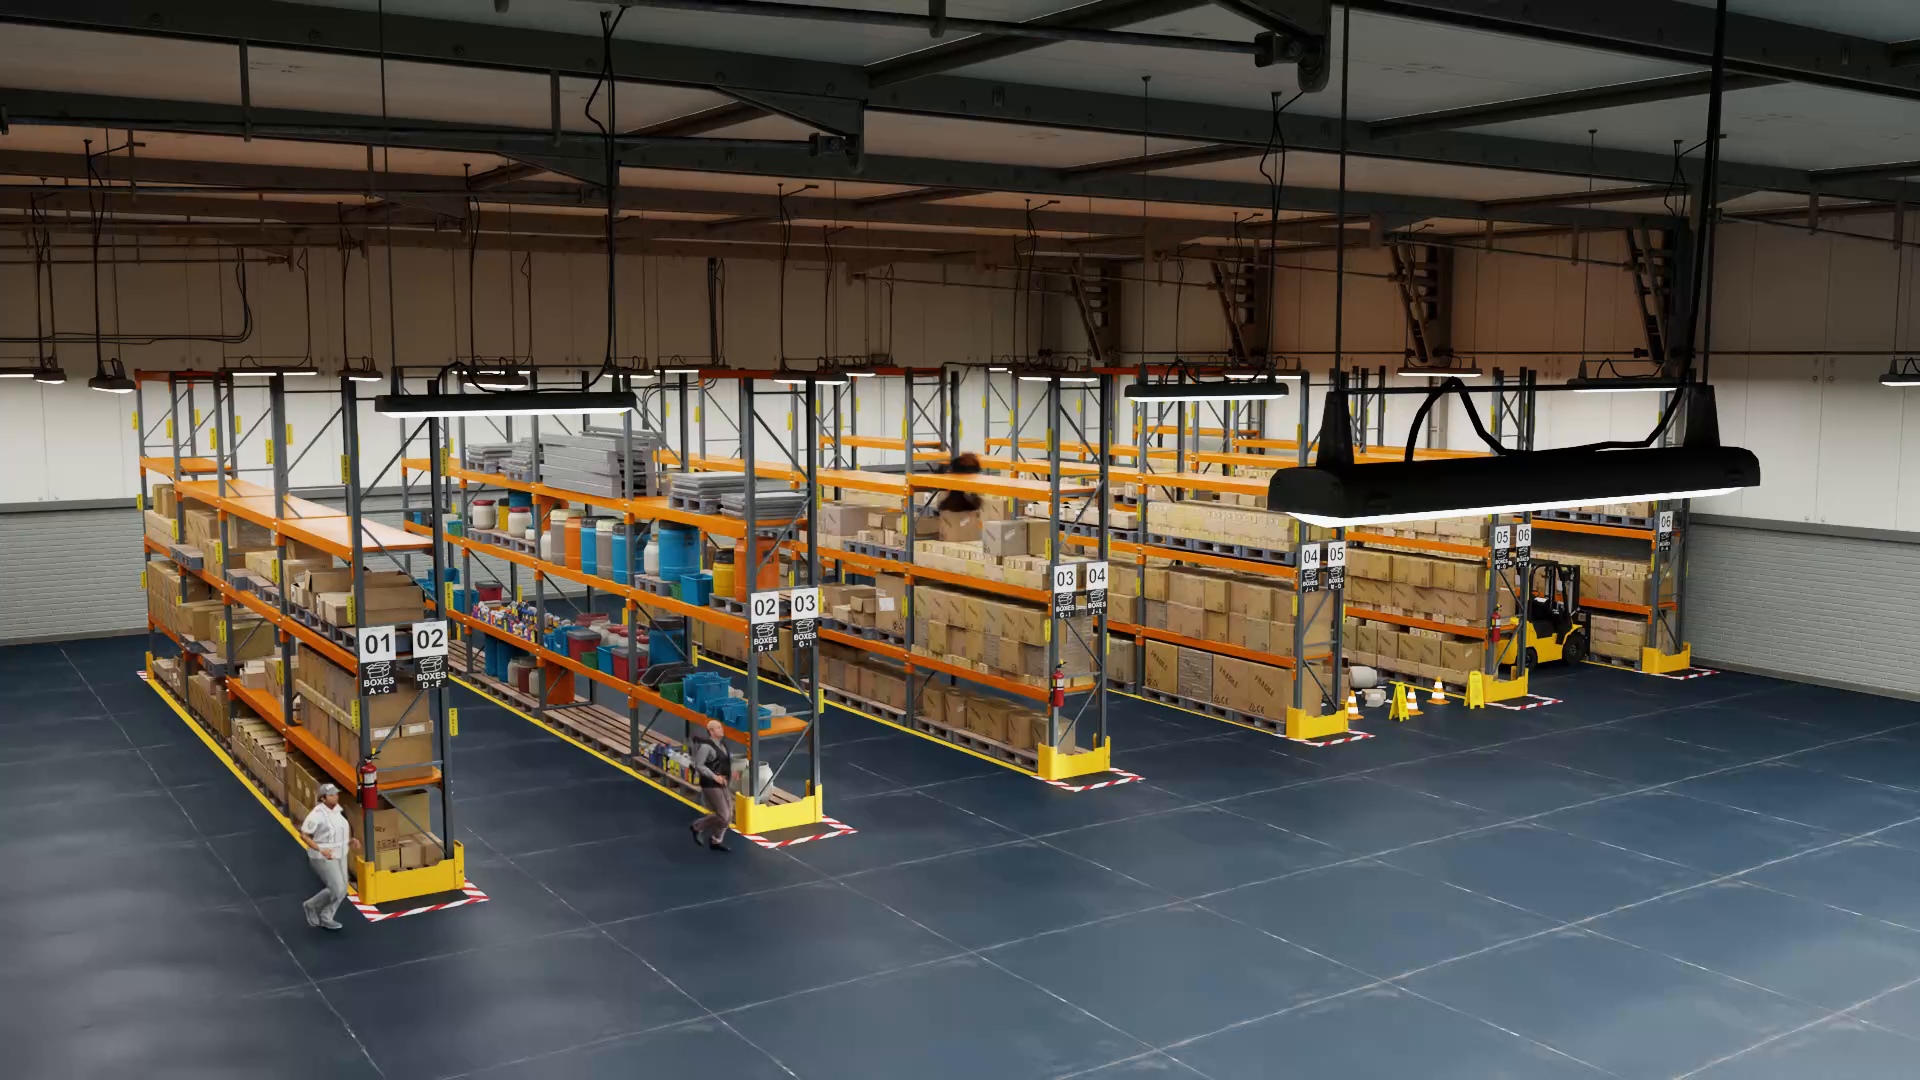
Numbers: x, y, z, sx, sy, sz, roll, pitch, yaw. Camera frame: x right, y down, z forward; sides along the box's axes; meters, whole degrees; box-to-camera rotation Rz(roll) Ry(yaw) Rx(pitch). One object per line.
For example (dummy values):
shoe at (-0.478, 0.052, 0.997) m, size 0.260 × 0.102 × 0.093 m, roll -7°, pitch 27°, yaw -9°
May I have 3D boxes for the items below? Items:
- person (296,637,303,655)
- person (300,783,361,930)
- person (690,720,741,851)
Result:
person at (-13.036, 1.804, 32.664) m, size 0.658 × 1.742 × 0.689 m, roll 6°, pitch 9°, yaw 42°
person at (-6.901, 3.471, 18.249) m, size 0.540 × 1.621 × 0.586 m, roll 2°, pitch 7°, yaw 15°
person at (-3.125, 3.116, 21.128) m, size 0.580 × 1.677 × 0.646 m, roll 2°, pitch 7°, yaw 16°
